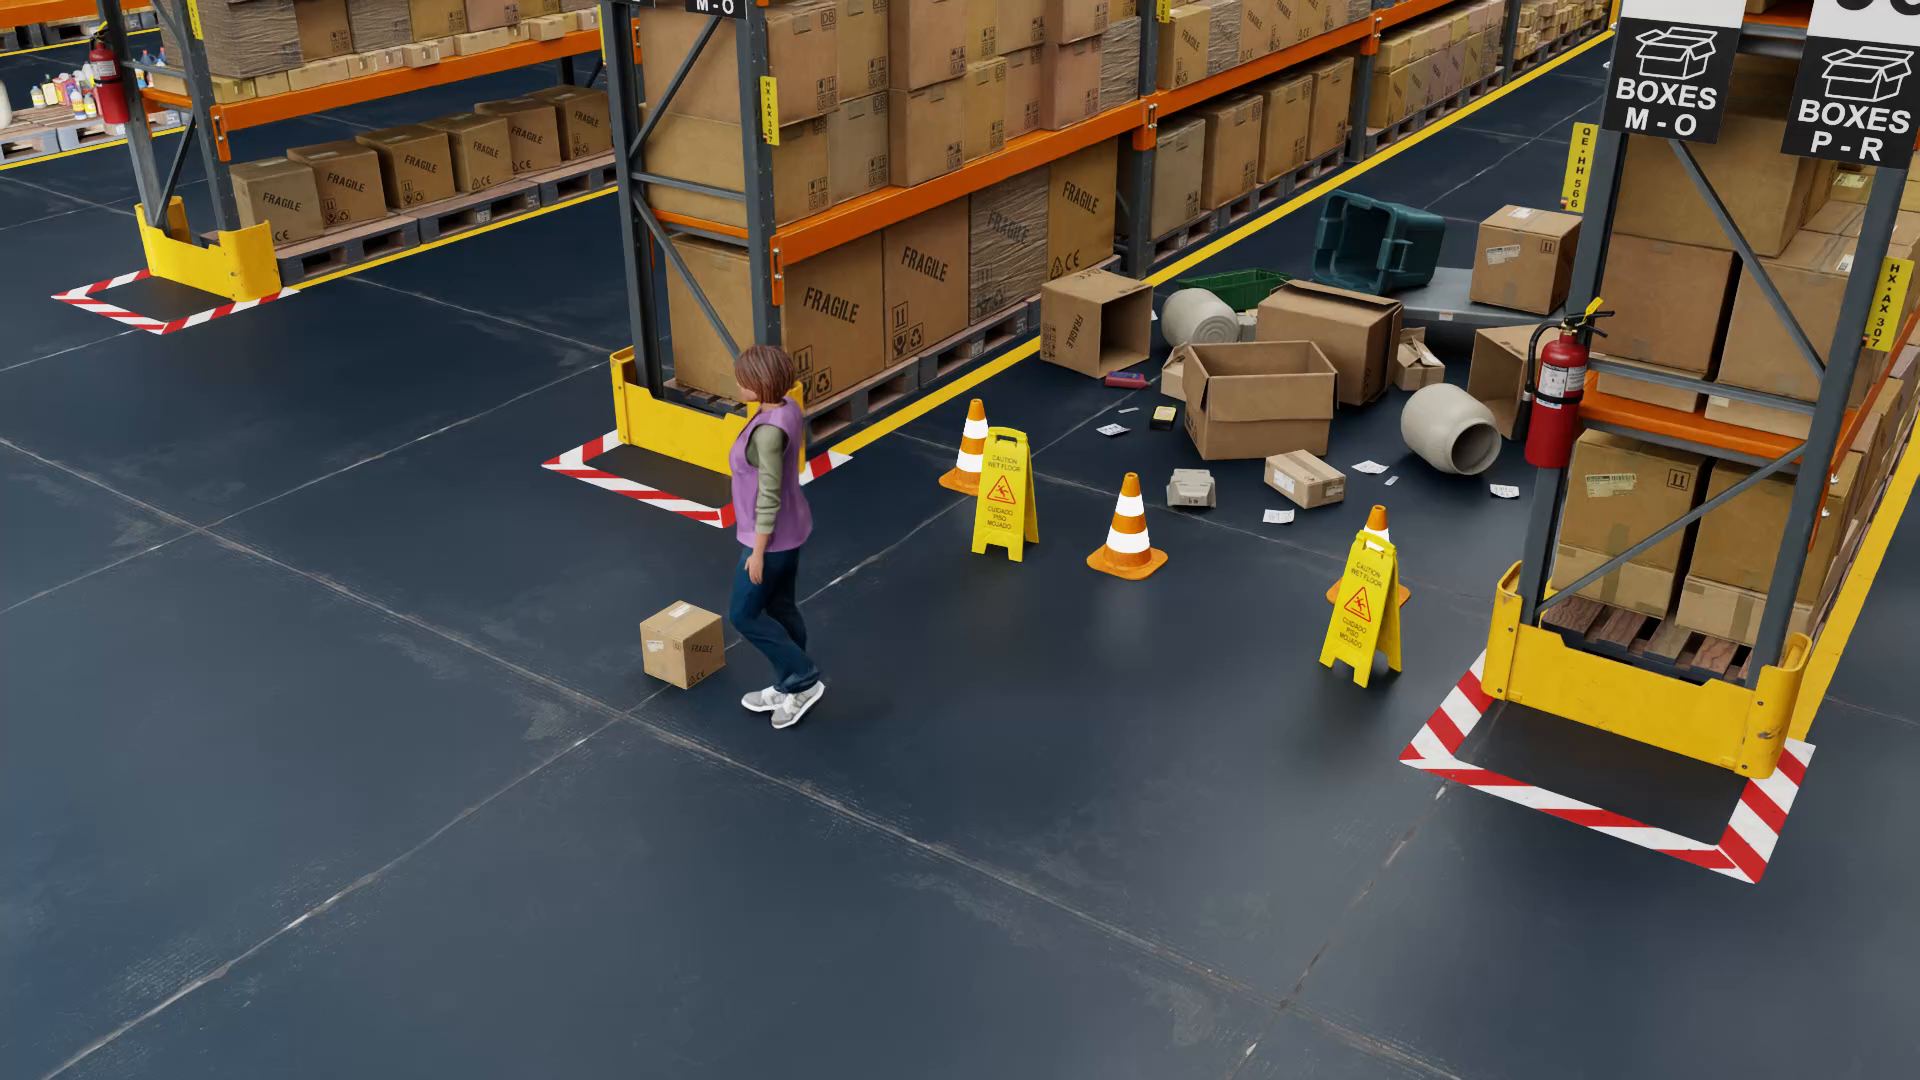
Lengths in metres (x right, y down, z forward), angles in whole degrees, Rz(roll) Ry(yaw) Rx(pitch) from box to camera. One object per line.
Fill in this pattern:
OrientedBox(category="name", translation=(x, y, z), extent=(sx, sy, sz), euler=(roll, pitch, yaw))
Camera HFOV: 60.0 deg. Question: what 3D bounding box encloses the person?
OrientedBox(category="person", translation=(-0.732, 0.002, 6.621), extent=(0.360, 1.592, 0.441), euler=(3, 27, 6))
